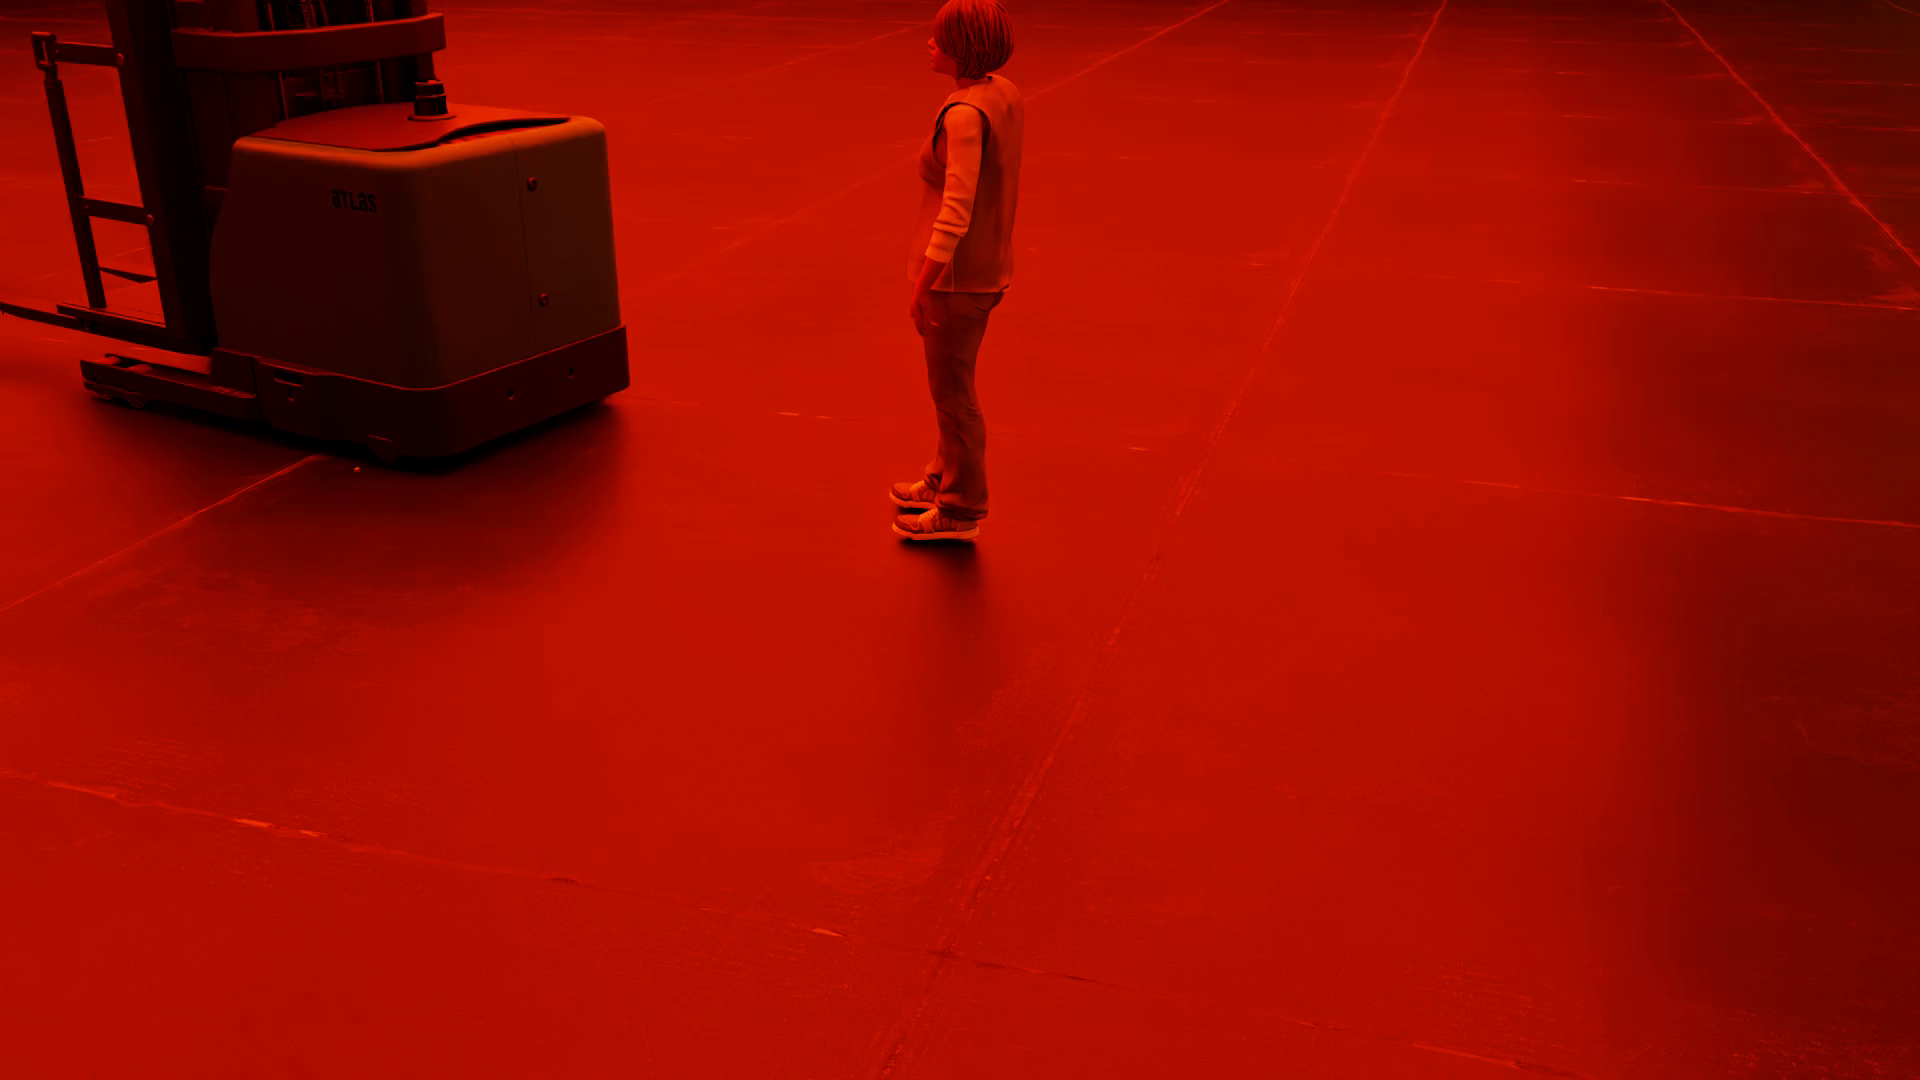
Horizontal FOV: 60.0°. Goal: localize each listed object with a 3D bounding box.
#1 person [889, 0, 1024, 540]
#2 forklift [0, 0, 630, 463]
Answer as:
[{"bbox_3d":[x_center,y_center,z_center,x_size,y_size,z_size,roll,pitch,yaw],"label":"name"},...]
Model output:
[{"bbox_3d":[-0.067,-0.758,4.846,0.473,1.599,0.521,7,23,16],"label":"person"},{"bbox_3d":[-2.792,-2.016,6.163,3.031,2.935,1.130,13,26,28],"label":"forklift"}]
